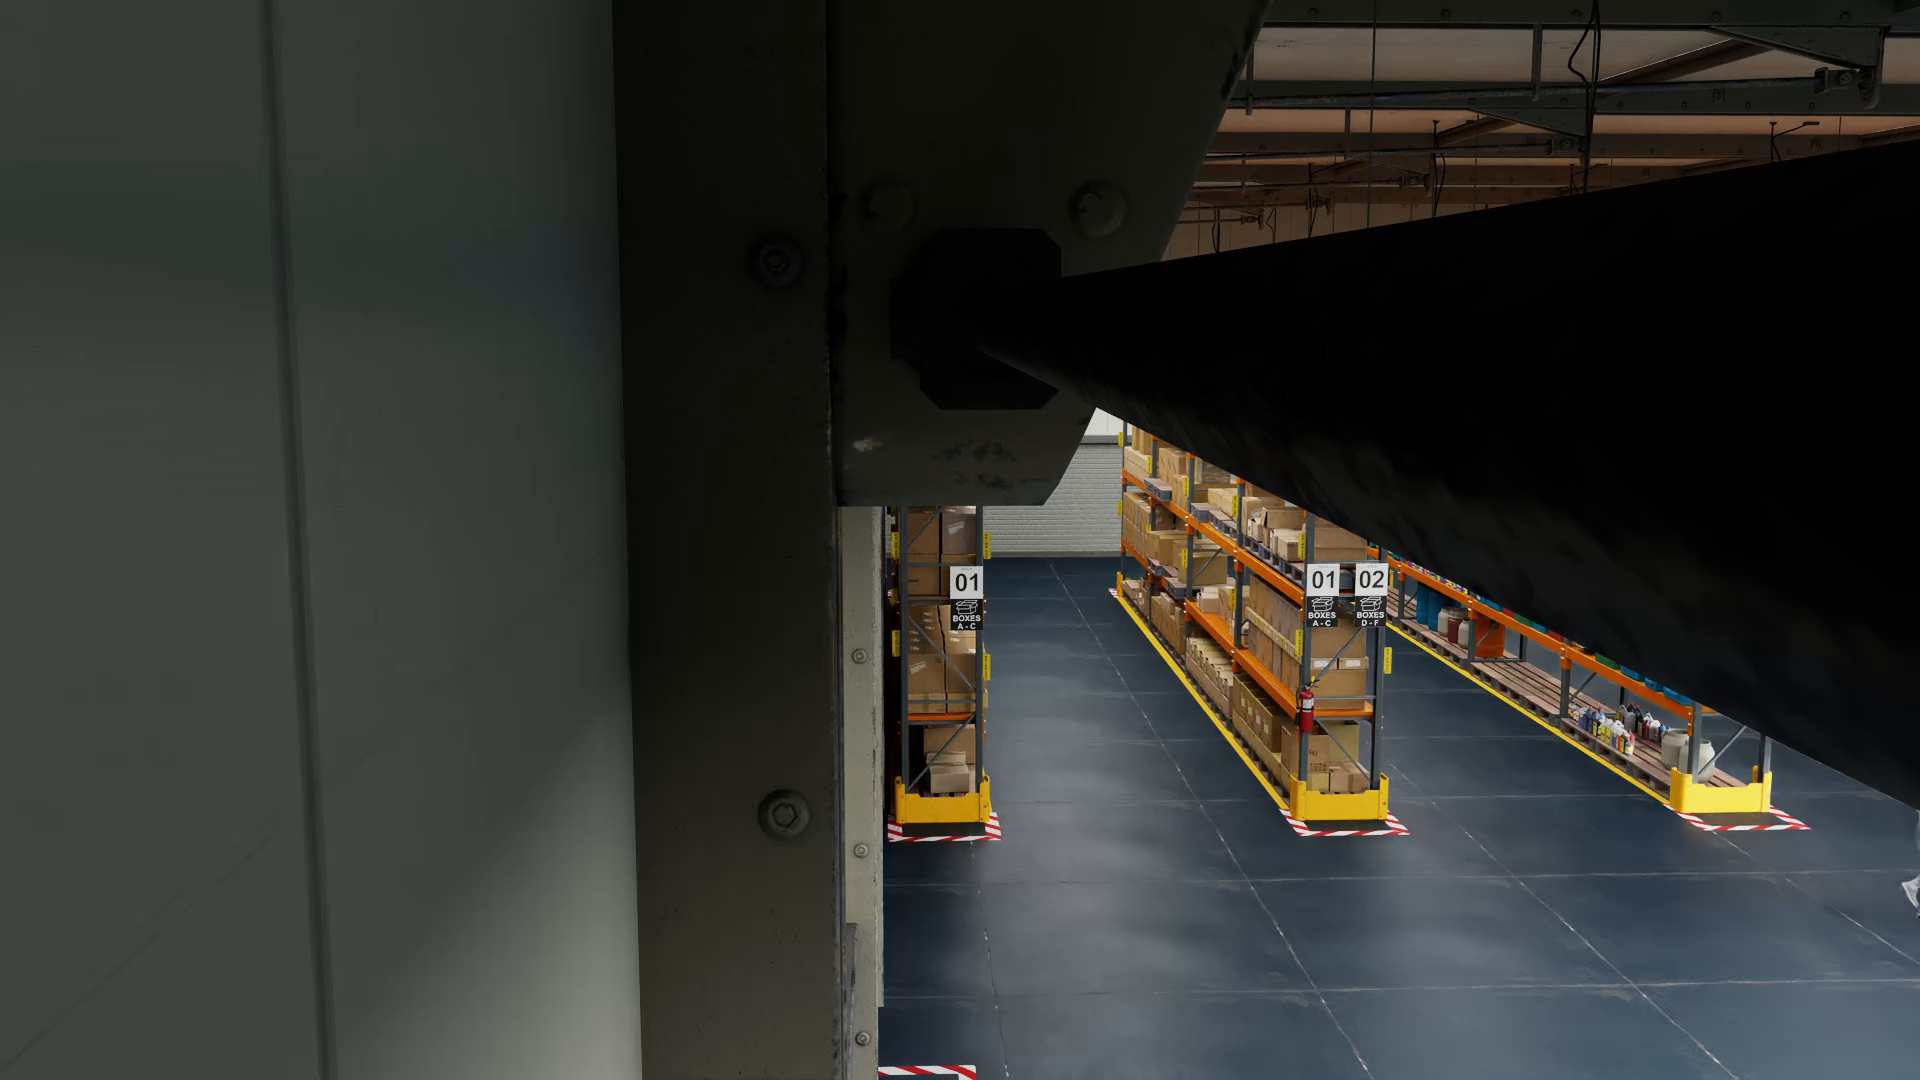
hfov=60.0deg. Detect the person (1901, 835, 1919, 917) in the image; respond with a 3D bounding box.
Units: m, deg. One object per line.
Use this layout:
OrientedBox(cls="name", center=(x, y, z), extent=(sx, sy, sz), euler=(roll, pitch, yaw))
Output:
OrientedBox(cls="person", center=(10.057, 3.120, 17.179), extent=(0.508, 1.667, 0.619), euler=(4, 9, 25))
